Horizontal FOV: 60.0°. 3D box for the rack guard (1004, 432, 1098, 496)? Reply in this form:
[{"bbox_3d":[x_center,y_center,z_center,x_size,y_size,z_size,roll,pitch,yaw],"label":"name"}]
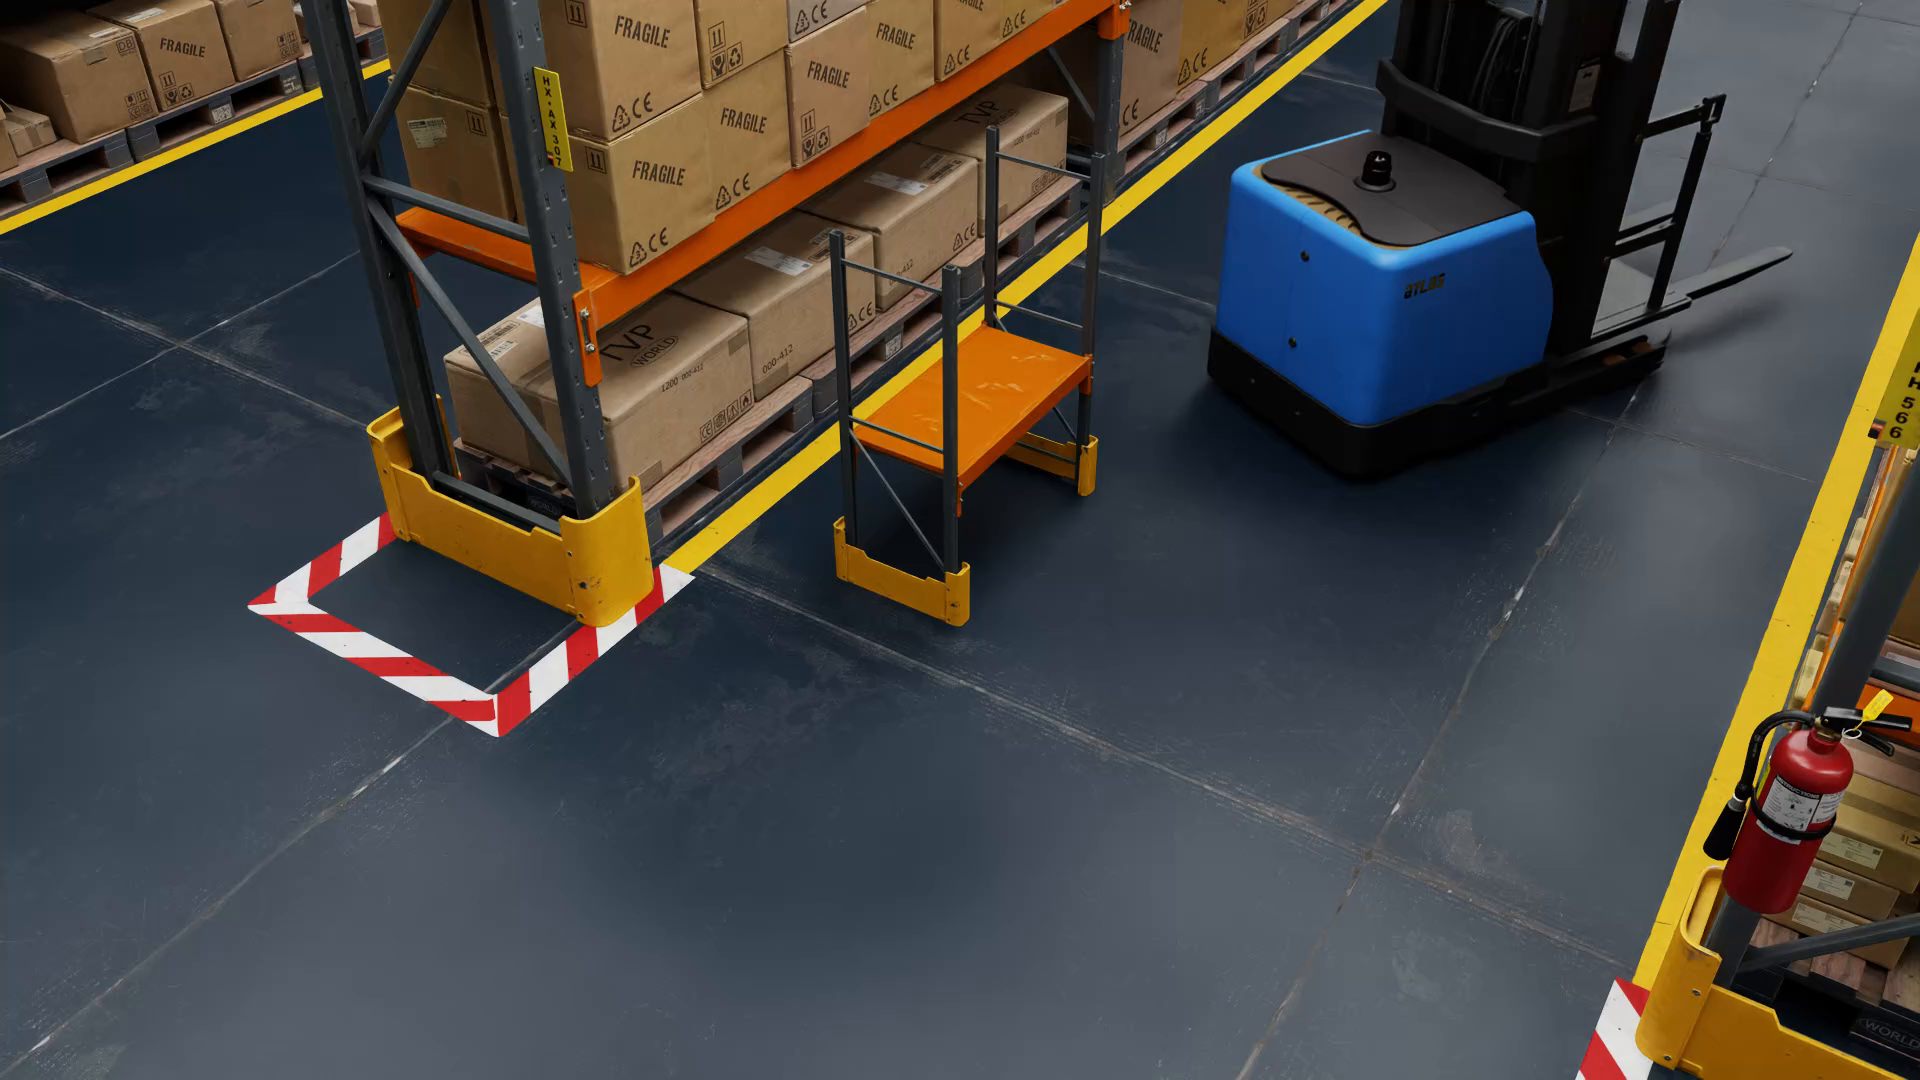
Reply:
[{"bbox_3d":[0.308,-0.395,7.058,0.587,0.250,0.087,21,42,25],"label":"rack guard"}]

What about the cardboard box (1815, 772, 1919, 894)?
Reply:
[{"bbox_3d":[2.559,0.807,4.750,0.380,0.149,0.250,22,43,26],"label":"cardboard box"}]

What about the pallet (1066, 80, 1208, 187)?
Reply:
[{"bbox_3d":[0.748,-2.511,9.835,1.003,0.211,1.213,21,42,25],"label":"pallet"}]

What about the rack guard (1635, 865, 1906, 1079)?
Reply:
[{"bbox_3d":[2.530,1.387,4.542,1.175,0.500,0.348,21,42,25],"label":"rack guard"}]

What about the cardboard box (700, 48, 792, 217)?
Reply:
[{"bbox_3d":[-0.997,-1.594,6.279,0.500,0.500,0.500,21,42,25],"label":"cardboard box"}]

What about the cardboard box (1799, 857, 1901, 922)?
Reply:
[{"bbox_3d":[2.531,0.915,4.853,0.380,0.149,0.250,20,42,24],"label":"cardboard box"}]

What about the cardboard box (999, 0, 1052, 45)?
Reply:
[{"bbox_3d":[0.095,-2.643,7.640,0.500,0.500,0.500,20,42,24],"label":"cardboard box"}]

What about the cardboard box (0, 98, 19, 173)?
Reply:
[{"bbox_3d":[-5.530,-2.215,8.867,0.797,0.503,0.637,19,42,23],"label":"cardboard box"}]

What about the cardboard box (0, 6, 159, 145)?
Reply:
[{"bbox_3d":[-5.039,-2.642,9.423,0.700,0.500,0.500,23,43,27],"label":"cardboard box"}]

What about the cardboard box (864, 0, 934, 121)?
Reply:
[{"bbox_3d":[-0.455,-2.114,6.954,0.500,0.500,0.500,23,43,27],"label":"cardboard box"}]

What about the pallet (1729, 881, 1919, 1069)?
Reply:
[{"bbox_3d":[2.995,1.094,5.158,1.003,0.211,1.213,21,42,25],"label":"pallet"}]

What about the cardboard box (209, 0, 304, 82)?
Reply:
[{"bbox_3d":[-4.483,-3.177,10.117,0.700,0.500,0.500,20,42,23],"label":"cardboard box"}]

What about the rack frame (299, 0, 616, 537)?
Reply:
[{"bbox_3d":[-1.745,-1.131,5.761,1.000,3.000,0.127,21,42,25],"label":"rack frame"}]

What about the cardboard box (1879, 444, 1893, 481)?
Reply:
[{"bbox_3d":[3.934,-0.298,6.671,0.380,0.149,0.250,21,42,25],"label":"cardboard box"}]

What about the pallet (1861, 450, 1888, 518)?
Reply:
[{"bbox_3d":[4.302,-0.164,6.790,1.003,0.211,1.213,21,42,25],"label":"pallet"}]

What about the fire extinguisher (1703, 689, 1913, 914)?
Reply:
[{"bbox_3d":[1.965,0.593,3.893,0.296,0.674,0.183,21,42,25],"label":"fire extinguisher"}]

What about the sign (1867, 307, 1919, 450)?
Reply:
[{"bbox_3d":[2.031,-0.340,3.527,0.100,0.325,0.005,21,42,25],"label":"sign"}]

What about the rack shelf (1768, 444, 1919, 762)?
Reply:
[{"bbox_3d":[3.561,-0.310,5.285,1.077,0.370,4.000,21,42,25],"label":"rack shelf"}]

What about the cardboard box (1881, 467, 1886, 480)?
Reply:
[{"bbox_3d":[3.656,-0.274,6.152,0.380,0.149,0.250,22,43,26],"label":"cardboard box"}]

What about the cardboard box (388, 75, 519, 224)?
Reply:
[{"bbox_3d":[-1.710,-1.506,6.165,0.500,0.500,0.500,21,42,25],"label":"cardboard box"}]

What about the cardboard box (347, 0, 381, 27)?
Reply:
[{"bbox_3d":[-3.845,-3.469,10.784,0.380,0.149,0.250,20,42,24],"label":"cardboard box"}]

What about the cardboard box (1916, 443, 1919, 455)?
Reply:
[{"bbox_3d":[2.524,-0.435,3.713,0.500,0.500,0.500,20,42,24],"label":"cardboard box"}]

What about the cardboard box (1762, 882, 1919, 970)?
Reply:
[{"bbox_3d":[2.595,1.059,4.910,0.380,0.149,0.250,22,43,26],"label":"cardboard box"}]

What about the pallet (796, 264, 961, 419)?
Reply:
[{"bbox_3d":[-0.728,-1.091,7.992,1.003,0.211,1.213,21,42,25],"label":"pallet"}]

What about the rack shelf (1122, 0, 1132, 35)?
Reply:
[{"bbox_3d":[1.470,-3.939,9.993,1.077,0.370,4.000,21,42,25],"label":"rack shelf"}]

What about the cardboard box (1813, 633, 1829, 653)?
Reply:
[{"bbox_3d":[3.075,0.376,5.553,0.380,0.149,0.250,22,43,26],"label":"cardboard box"}]

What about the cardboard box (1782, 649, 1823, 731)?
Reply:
[{"bbox_3d":[2.774,0.521,5.121,0.380,0.149,0.250,20,42,24],"label":"cardboard box"}]

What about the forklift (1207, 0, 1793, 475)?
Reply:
[{"bbox_3d":[2.662,-2.106,7.082,3.031,2.935,1.130,-20,42,-24],"label":"forklift"}]

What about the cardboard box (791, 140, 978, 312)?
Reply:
[{"bbox_3d":[-0.508,-1.595,8.116,0.875,0.438,0.875,20,42,24],"label":"cardboard box"}]

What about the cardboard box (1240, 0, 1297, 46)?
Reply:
[{"bbox_3d":[1.620,-3.793,10.610,0.875,0.875,0.875,22,43,26],"label":"cardboard box"}]

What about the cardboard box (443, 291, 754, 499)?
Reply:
[{"bbox_3d":[-1.475,-0.656,6.898,0.875,0.438,0.875,20,42,24],"label":"cardboard box"}]

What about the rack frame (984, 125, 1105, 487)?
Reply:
[{"bbox_3d":[0.318,-0.900,6.689,0.500,1.500,0.032,21,42,25],"label":"rack frame"}]

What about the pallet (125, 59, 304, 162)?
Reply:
[{"bbox_3d":[-4.816,-2.725,10.113,1.003,0.211,1.213,21,42,25],"label":"pallet"}]

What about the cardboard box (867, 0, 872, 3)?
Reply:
[{"bbox_3d":[-0.440,-2.515,6.655,0.500,0.500,0.500,21,42,25],"label":"cardboard box"}]

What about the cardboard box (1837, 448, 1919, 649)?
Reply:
[{"bbox_3d":[2.513,-0.037,4.016,0.500,0.500,0.500,22,43,26],"label":"cardboard box"}]

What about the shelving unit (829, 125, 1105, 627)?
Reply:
[{"bbox_3d":[0.041,-0.633,6.343,0.587,1.500,1.083,21,42,25],"label":"shelving unit"}]

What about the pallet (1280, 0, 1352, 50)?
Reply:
[{"bbox_3d":[2.056,-3.769,11.466,1.003,0.211,1.213,21,42,25],"label":"pallet"}]

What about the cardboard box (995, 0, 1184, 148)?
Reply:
[{"bbox_3d":[0.663,-2.864,9.405,0.875,0.875,0.875,23,43,26],"label":"cardboard box"}]

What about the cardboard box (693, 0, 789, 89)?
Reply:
[{"bbox_3d":[-0.976,-1.990,5.973,0.500,0.500,0.500,20,42,24],"label":"cardboard box"}]

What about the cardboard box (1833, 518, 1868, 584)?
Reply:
[{"bbox_3d":[3.352,0.099,5.913,0.380,0.149,0.250,22,43,26],"label":"cardboard box"}]
